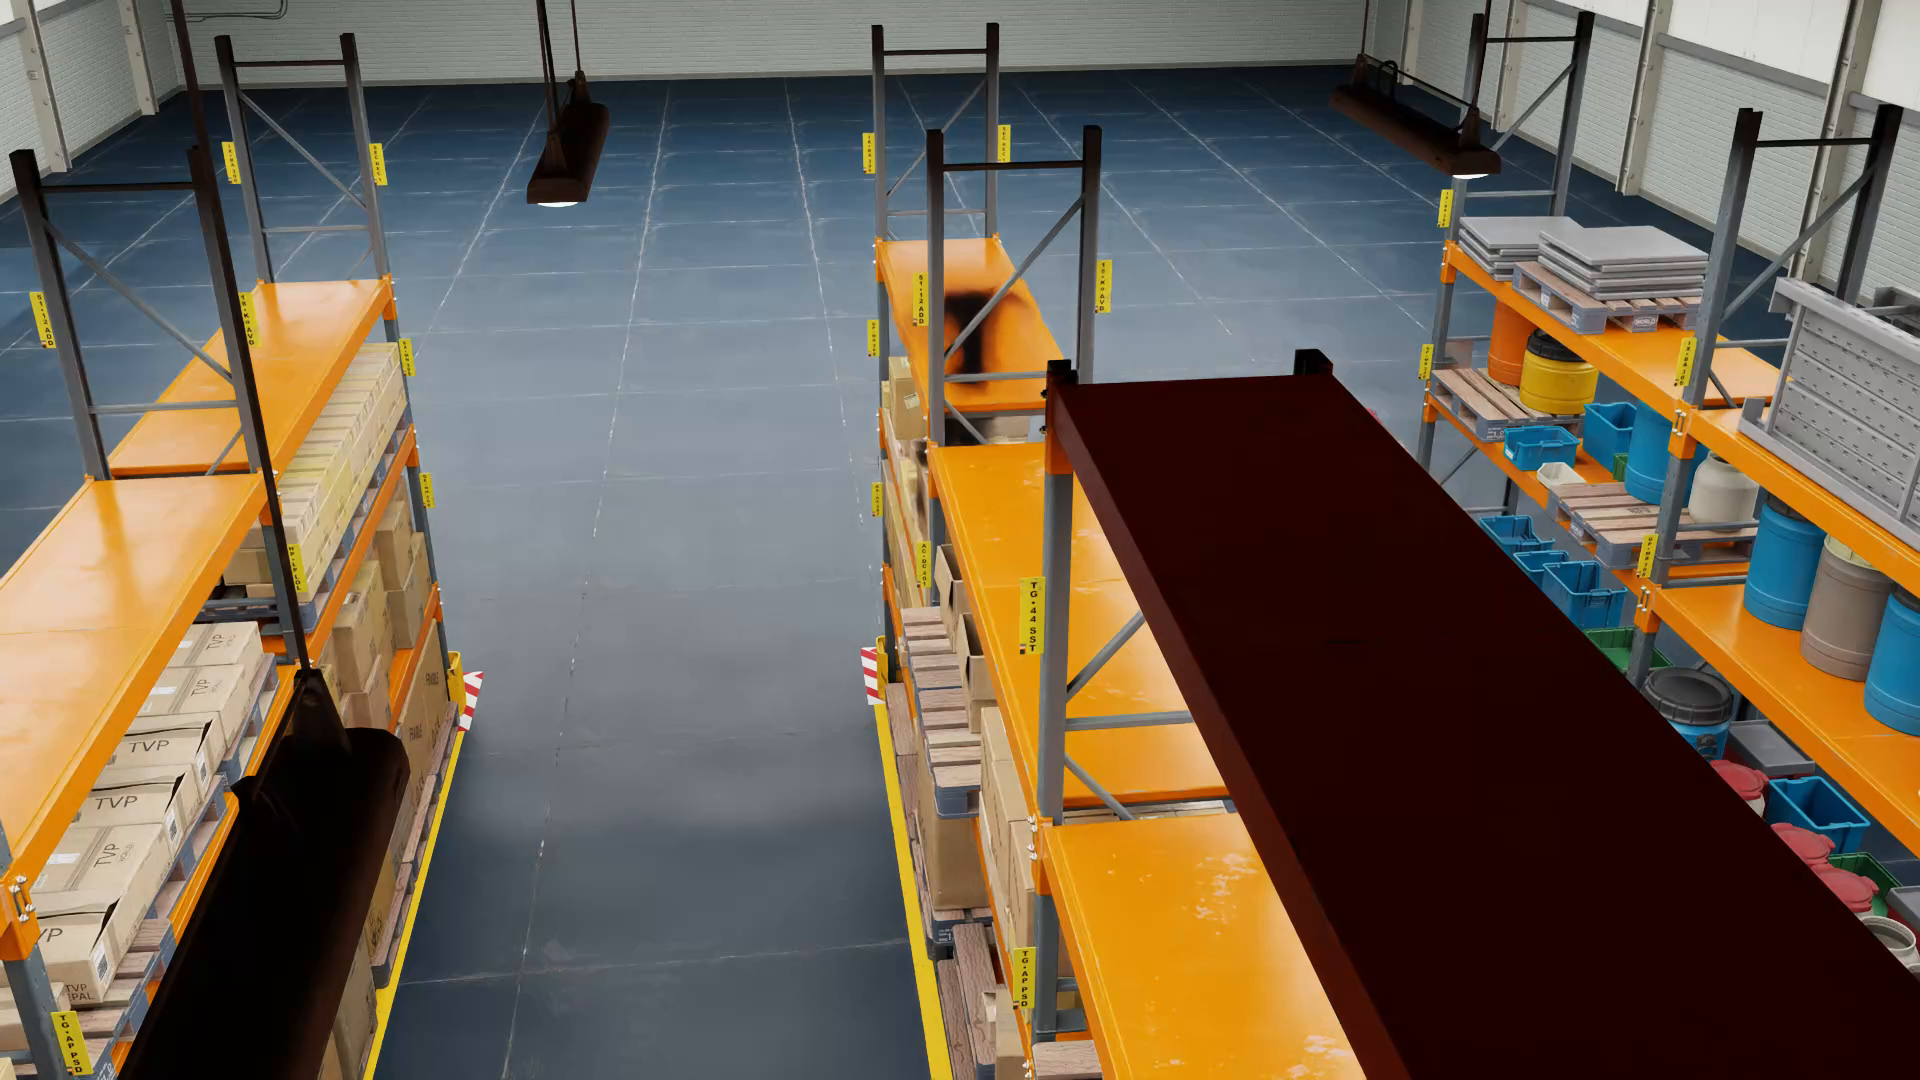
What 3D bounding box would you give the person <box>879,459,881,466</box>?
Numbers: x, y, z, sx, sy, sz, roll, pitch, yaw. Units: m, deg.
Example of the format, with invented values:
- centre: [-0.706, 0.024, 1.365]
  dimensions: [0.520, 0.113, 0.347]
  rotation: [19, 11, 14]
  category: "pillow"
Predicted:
- centre: [-0.440, -0.532, 17.854]
  dimensions: [0.946, 1.618, 0.618]
  rotation: [15, 29, 28]
  category: "person"
